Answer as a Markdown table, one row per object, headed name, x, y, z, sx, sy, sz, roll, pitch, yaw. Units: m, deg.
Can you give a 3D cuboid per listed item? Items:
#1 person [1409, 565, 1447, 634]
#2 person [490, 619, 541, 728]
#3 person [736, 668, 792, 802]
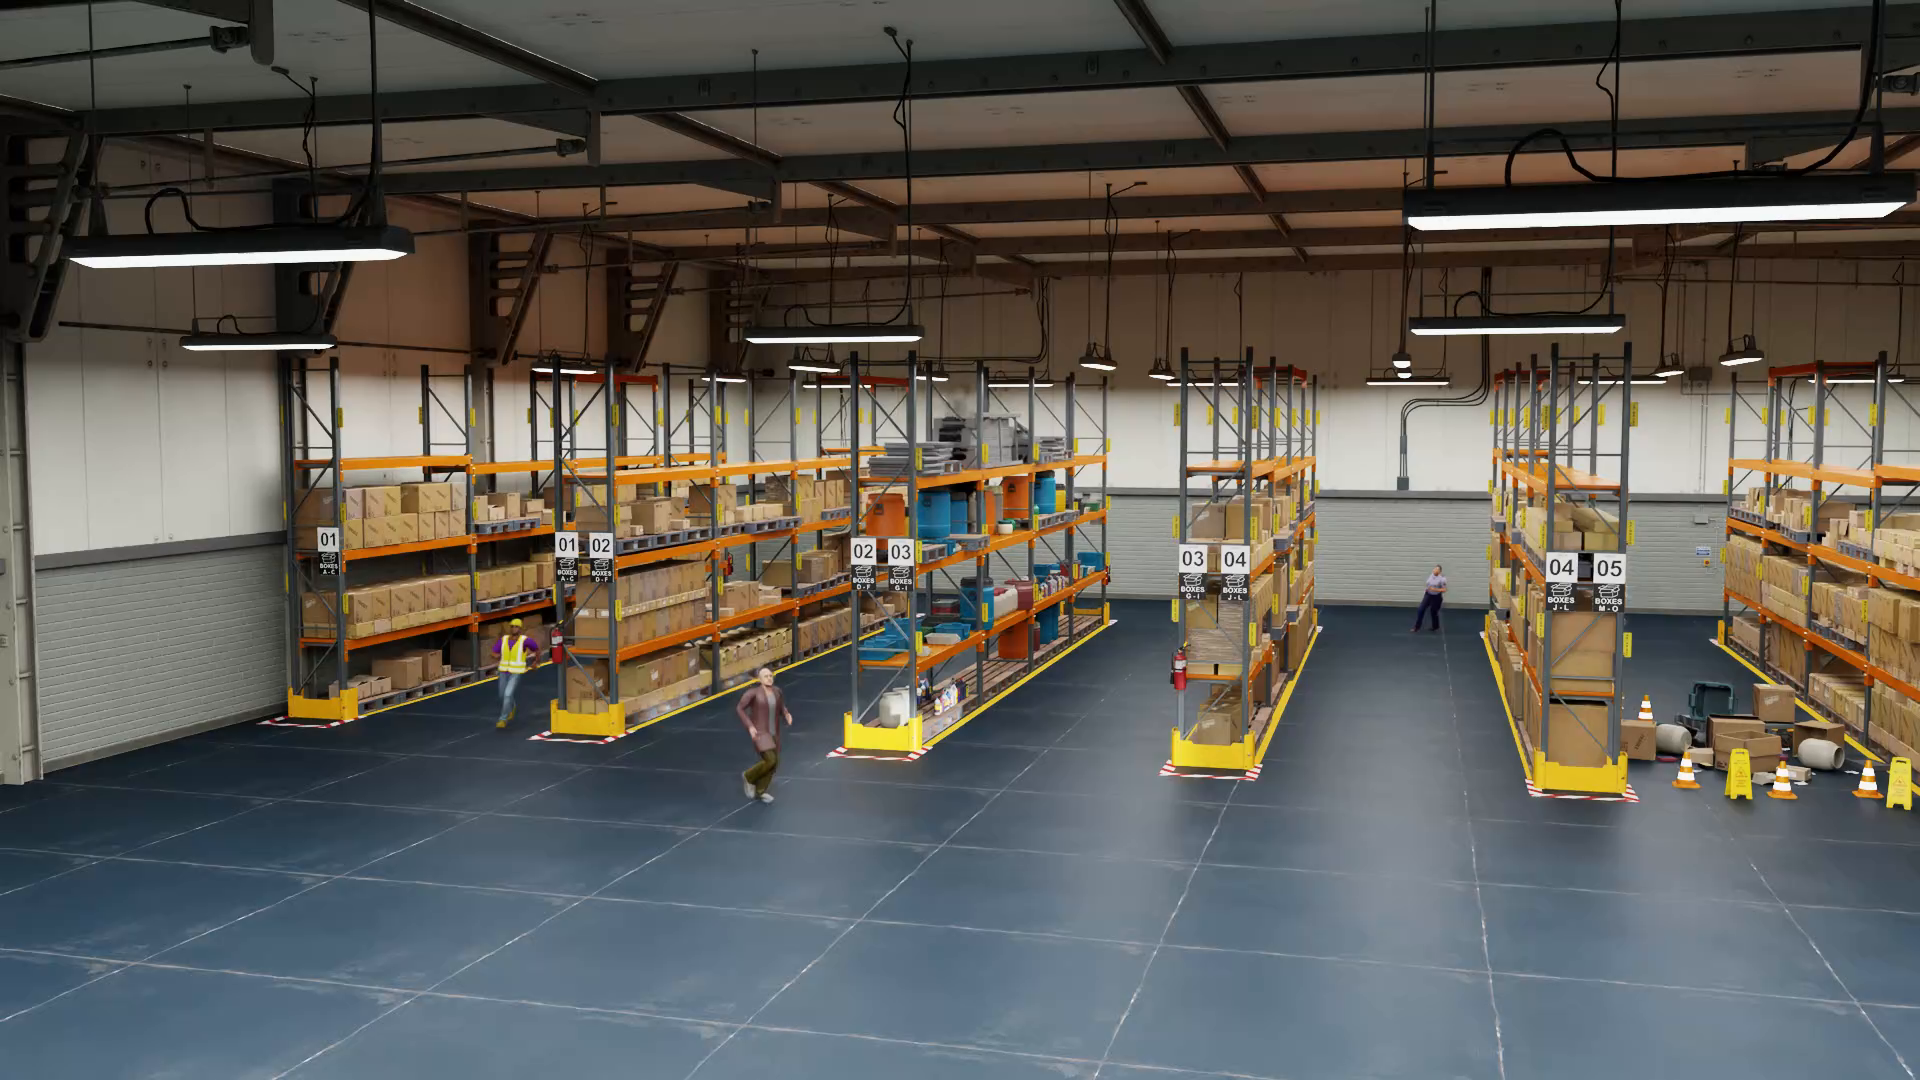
| name | x | y | z | sx | sy | sz | roll | pitch | yaw |
| --- | --- | --- | --- | --- | --- | --- | --- | --- | --- |
| person | 10.966 | 1.363 | 38.608 | 0.783 | 1.617 | 0.773 | 4 | 6 | 45 |
| person | -7.271 | 2.142 | 26.918 | 0.750 | 1.725 | 0.970 | 1 | 4 | 10 |
| person | -2.499 | 2.547 | 21.676 | 0.650 | 1.735 | 0.692 | 4 | 6 | 44 |
